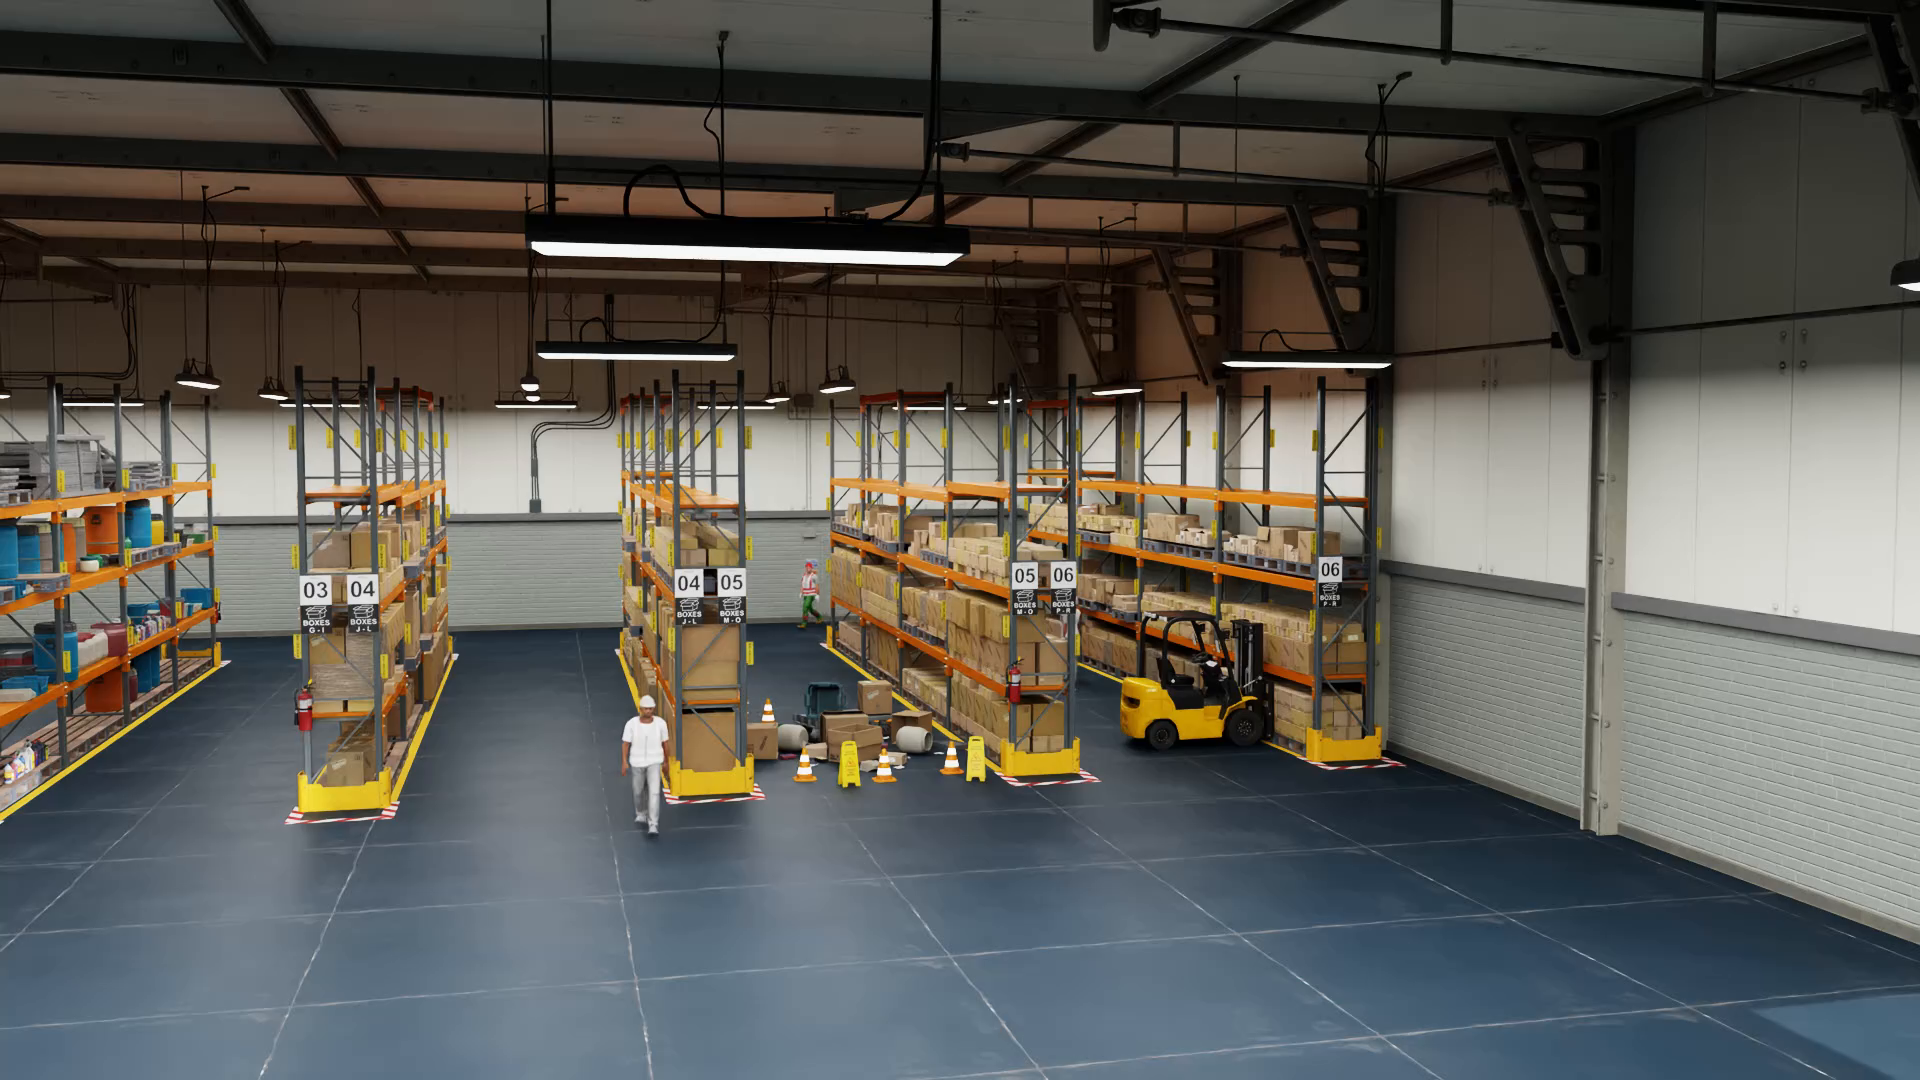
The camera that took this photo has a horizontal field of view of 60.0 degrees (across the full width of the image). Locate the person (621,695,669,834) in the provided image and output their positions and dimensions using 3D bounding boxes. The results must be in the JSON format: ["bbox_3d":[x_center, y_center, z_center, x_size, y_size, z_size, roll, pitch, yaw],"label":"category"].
[{"bbox_3d":[-4.028,2.864,21.275,0.599,1.730,0.993,-1,3,-9],"label":"person"}]

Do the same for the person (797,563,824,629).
[{"bbox_3d":[-4.003,1.475,44.385,1.019,1.753,0.497,-3,5,-43],"label":"person"}]

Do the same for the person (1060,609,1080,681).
[{"bbox_3d":[2.311,2.043,34.660,0.467,1.785,0.609,3,4,39],"label":"person"}]
